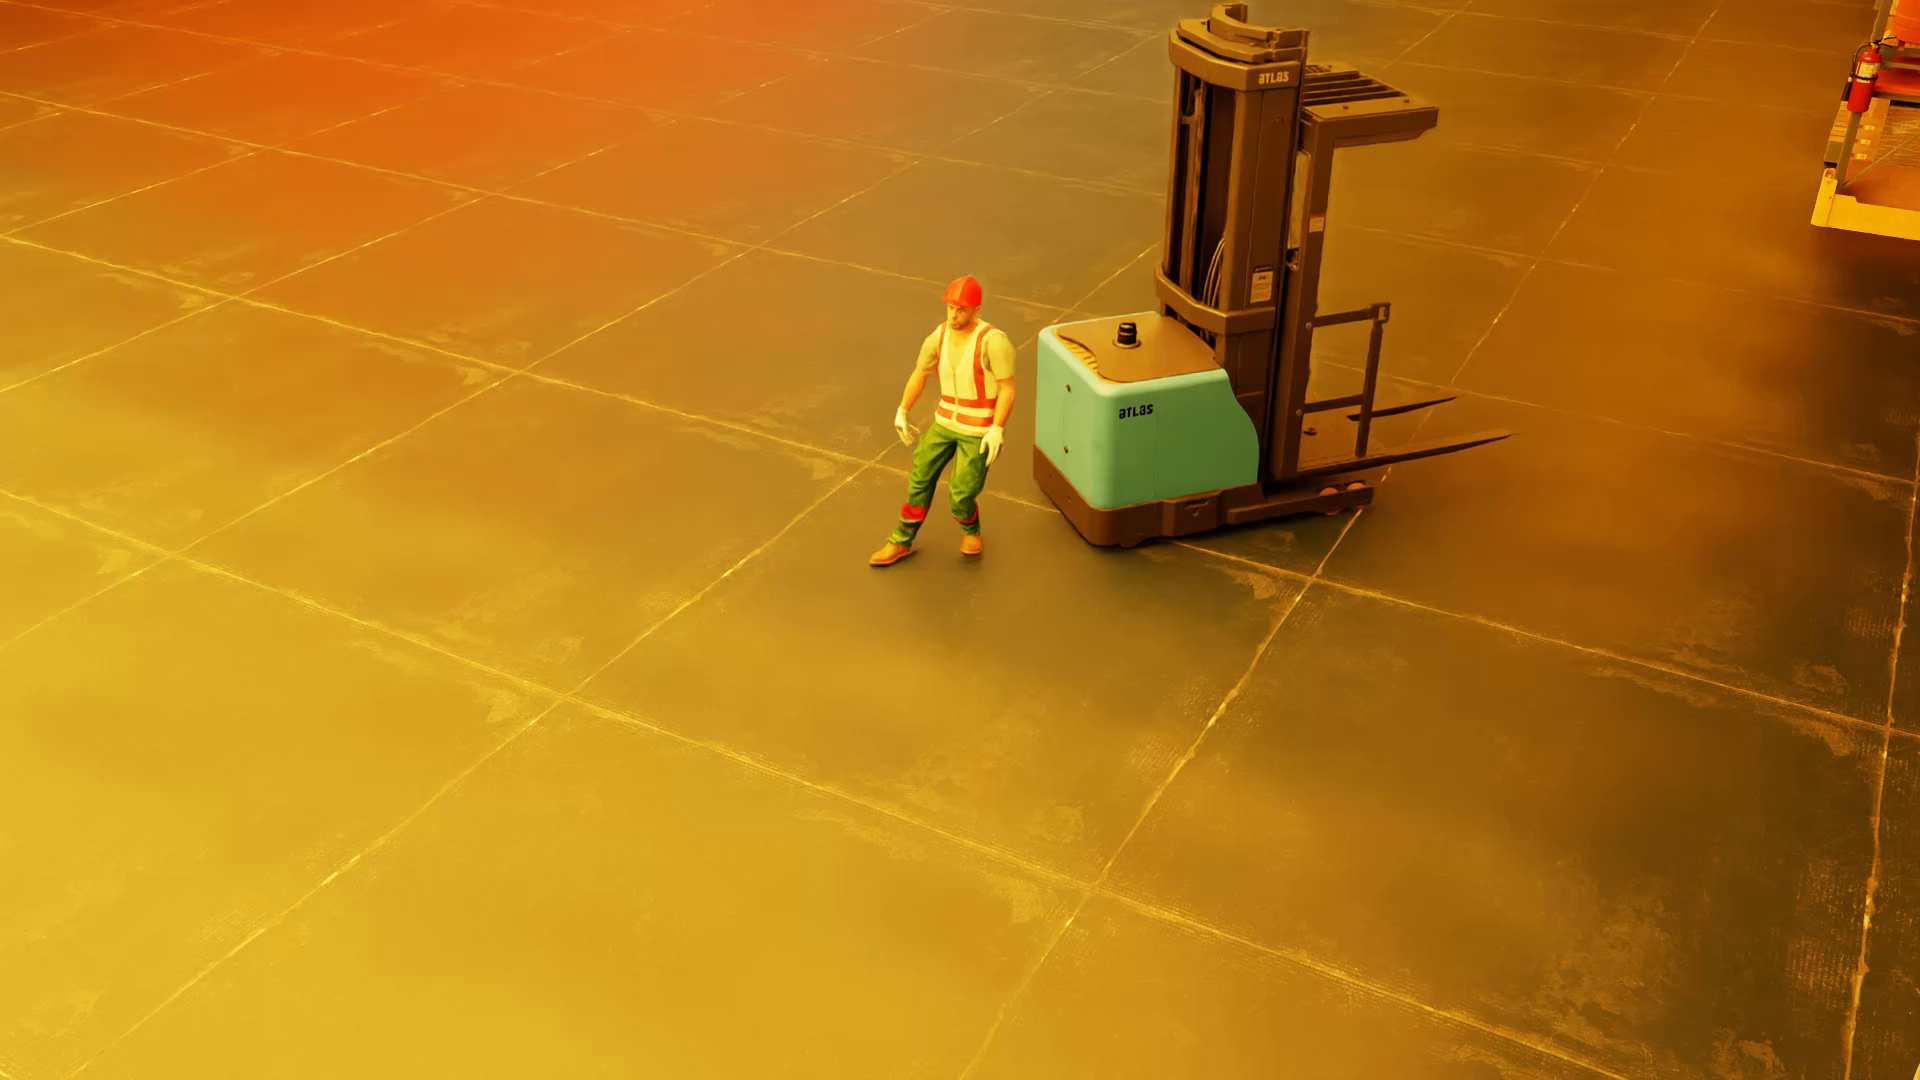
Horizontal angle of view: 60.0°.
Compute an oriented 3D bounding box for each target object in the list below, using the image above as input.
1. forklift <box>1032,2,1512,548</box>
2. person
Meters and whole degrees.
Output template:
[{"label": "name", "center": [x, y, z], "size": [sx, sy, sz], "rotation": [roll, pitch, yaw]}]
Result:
[{"label": "forklift", "center": [2.034, -1.661, 9.949], "size": [3.031, 2.935, 1.130], "rotation": [-10, 32, -17]}, {"label": "person", "center": [-0.079, -0.609, 9.358], "size": [0.733, 1.740, 0.664], "rotation": [21, 36, 32]}]
